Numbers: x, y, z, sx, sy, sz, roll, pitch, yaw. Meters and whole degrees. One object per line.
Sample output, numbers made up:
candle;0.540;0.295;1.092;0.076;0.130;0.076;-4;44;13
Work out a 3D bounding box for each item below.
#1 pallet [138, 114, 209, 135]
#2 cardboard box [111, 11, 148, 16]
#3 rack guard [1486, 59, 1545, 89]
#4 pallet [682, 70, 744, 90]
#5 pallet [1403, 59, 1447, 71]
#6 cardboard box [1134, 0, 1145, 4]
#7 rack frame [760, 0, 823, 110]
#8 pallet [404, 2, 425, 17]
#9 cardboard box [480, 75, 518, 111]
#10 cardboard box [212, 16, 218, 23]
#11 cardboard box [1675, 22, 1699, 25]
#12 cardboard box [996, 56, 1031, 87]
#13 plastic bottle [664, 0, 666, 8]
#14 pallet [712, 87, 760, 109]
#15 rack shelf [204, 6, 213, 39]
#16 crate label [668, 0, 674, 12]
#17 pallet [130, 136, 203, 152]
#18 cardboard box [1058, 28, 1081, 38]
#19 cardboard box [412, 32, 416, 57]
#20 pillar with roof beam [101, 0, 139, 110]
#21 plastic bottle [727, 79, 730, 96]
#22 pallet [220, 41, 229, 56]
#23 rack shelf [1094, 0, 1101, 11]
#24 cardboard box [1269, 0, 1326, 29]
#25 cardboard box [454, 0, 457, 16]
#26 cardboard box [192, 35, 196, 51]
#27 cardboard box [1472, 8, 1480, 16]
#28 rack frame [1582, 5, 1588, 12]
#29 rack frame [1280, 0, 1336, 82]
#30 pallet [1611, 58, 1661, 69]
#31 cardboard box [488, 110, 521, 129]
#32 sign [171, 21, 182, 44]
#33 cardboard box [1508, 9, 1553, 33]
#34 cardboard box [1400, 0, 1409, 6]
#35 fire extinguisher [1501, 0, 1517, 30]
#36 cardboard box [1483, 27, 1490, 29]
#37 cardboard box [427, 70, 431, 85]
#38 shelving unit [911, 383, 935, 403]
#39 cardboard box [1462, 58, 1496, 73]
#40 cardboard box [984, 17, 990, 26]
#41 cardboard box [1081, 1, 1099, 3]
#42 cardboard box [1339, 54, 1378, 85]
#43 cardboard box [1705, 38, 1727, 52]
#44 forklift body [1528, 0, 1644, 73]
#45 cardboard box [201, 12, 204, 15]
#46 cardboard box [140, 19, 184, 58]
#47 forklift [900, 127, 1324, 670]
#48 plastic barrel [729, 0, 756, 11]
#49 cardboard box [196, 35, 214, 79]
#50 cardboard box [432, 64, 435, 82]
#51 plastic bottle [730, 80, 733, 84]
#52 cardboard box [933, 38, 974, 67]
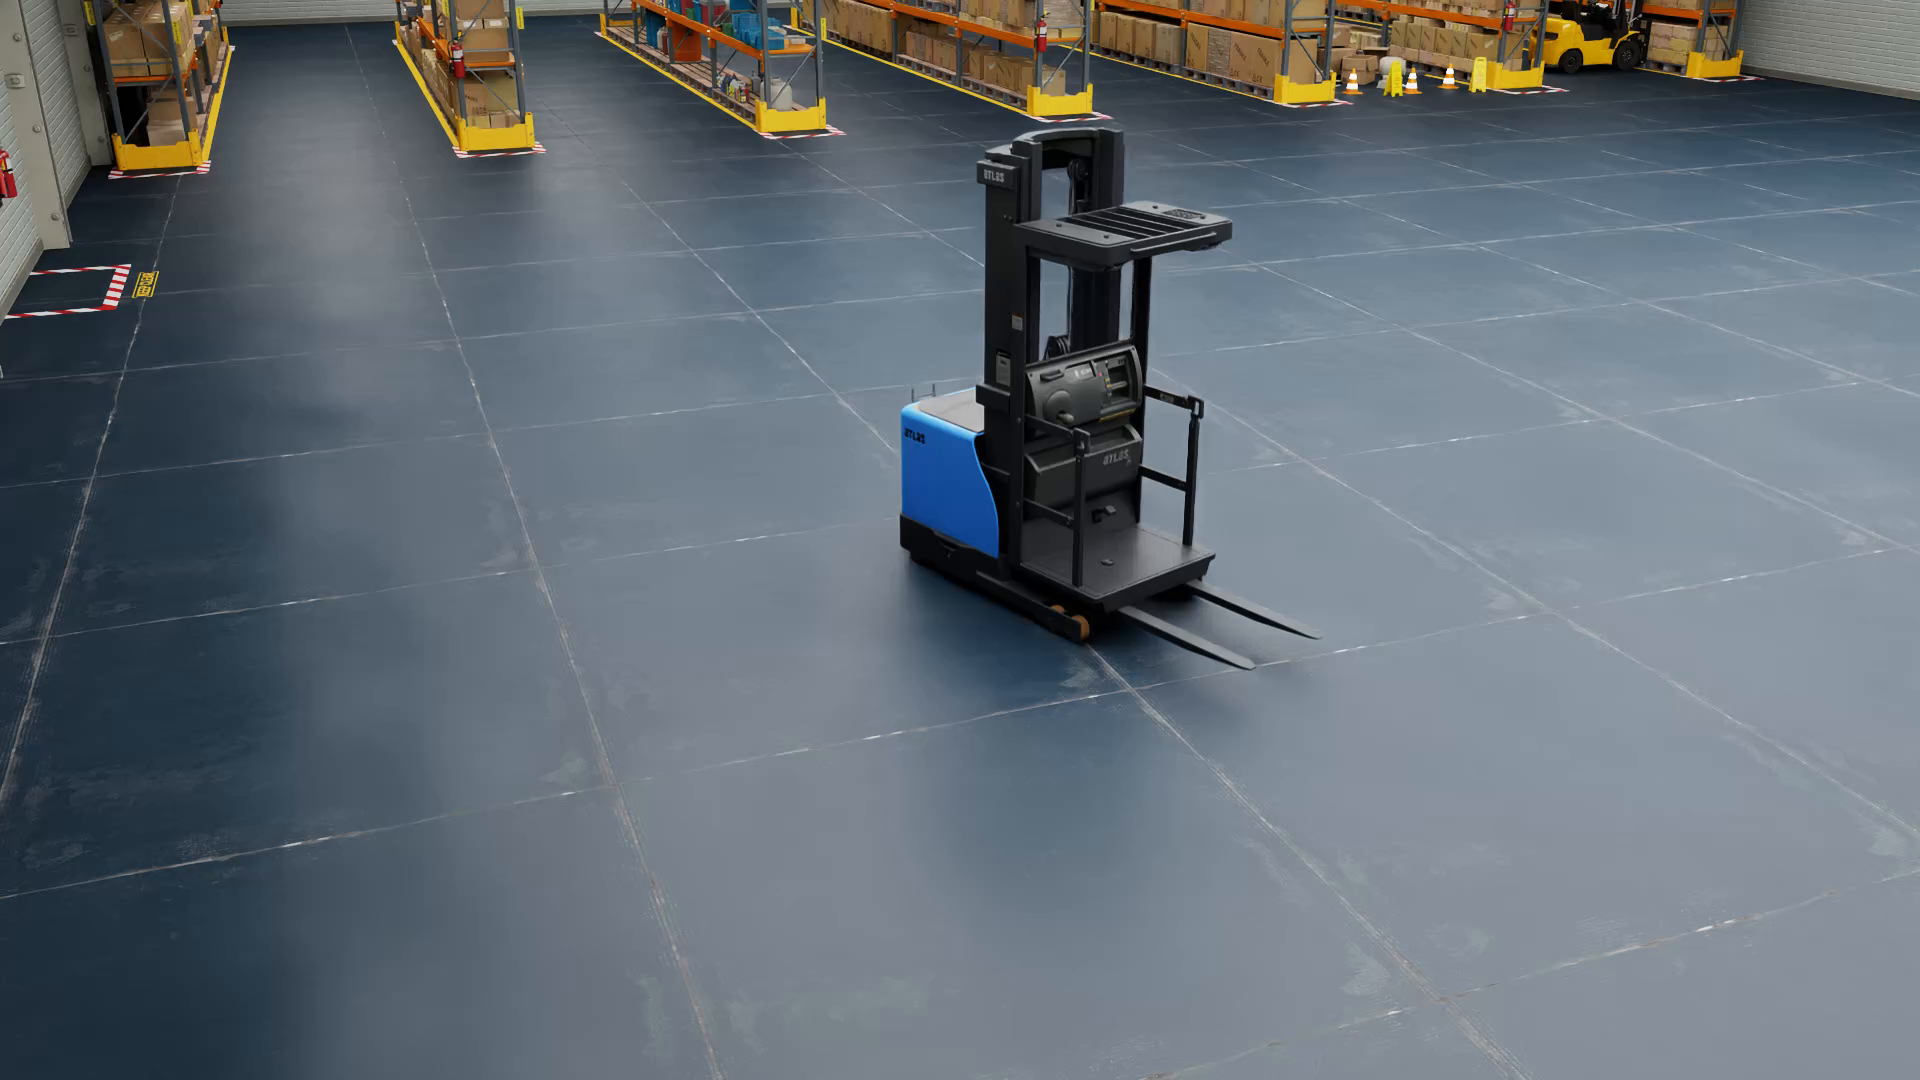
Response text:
pallet;-13.221;-6.951;27.970;1.003;0.211;1.213;-8;24;-19
cardboard box;-12.977;-8.004;26.080;0.500;0.500;0.500;-8;24;-18
rack guard;11.068;-9.296;33.162;1.175;0.500;0.348;-8;24;-19
pallet;-4.972;-9.273;33.480;1.003;0.211;1.213;-8;24;-19
pallet;9.952;-10.349;36.033;1.003;0.211;1.213;-8;24;-19
cardboard box;4.113;-11.908;36.012;0.500;0.500;0.500;-9;24;-20
rack frame;-2.810;-8.381;27.772;1.000;3.000;0.127;-8;24;-19
pallet;-10.577;-10.758;33.658;1.213;0.211;1.003;-8;24;-19
cardboard box;-7.605;-7.381;27.435;0.500;0.500;0.500;-8;24;-19
cardboard box;-17.083;-11.821;37.776;0.380;0.149;0.250;-8;24;-18
cardboard box;15.564;-10.871;35.394;0.500;0.250;0.500;-8;24;-19
cardboard box;1.016;-8.983;31.878;0.500;0.500;0.500;-11;25;-24
plastic bottle;-6.178;-11.322;34.902;0.061;0.283;0.133;-8;24;-19
pallet;-4.025;-8.300;31.170;1.003;0.211;1.213;-8;24;-19
rack shelf;-15.611;-10.324;33.308;1.077;0.370;4.000;-8;24;-19
crate label;-5.838;-11.006;34.216;0.303;0.233;0.416;-8;24;-19
pallet;-12.359;-6.064;25.866;1.003;0.211;1.213;-8;24;-19
cardboard box;1.946;-9.081;29.757;0.380;0.149;0.250;-8;24;-19
cardboard box;-11.543;-10.712;35.956;0.500;0.500;0.500;-8;24;-18
pillar with roof beam;-11.227;-12.693;30.278;9.100;9.000;0.400;-8;24;-19
plastic bottle;-4.240;-8.301;30.513;0.061;0.283;0.133;-7;24;-17
pallet;-17.375;-11.270;38.218;1.003;0.211;1.213;-8;24;-19
rack shelf;2.967;-13.006;39.673;1.077;0.370;4.000;-8;24;-19
cardboard box;6.326;-9.902;31.188;0.875;0.550;0.550;-8;24;-19
cardboard box;-7.808;-8.727;26.796;0.700;0.500;0.500;-9;24;-20
cardboard box;-13.041;-8.285;27.711;0.500;0.250;0.500;-8;24;-19
cardboard box;10.498;-10.584;33.323;0.380;0.149;0.250;-9;24;-20
rack frame;14.324;-12.556;37.678;1.000;3.000;0.127;-8;24;-19
rack frame;6.499;-9.704;30.912;1.000;3.000;0.127;-8;24;-19
pallet;15.000;-10.532;36.467;1.003;0.211;1.213;-8;24;-19
cardboard box;-7.427;-6.854;27.150;0.500;0.250;0.500;-8;24;-19
sign;-11.571;-7.495;24.556;0.100;0.325;0.005;-8;24;-19
cardboard box;13.594;-12.399;39.823;0.875;0.625;0.625;-9;25;-21
cardboard box;9.630;-11.515;35.531;0.380;0.149;0.250;-8;24;-17
fire extinguisher;10.704;-10.280;32.377;0.296;0.674;0.183;-8;24;-19
cardboard box;10.701;-10.405;34.608;0.500;0.500;0.500;-8;24;-18
cardboard box;-9.994;-8.935;32.086;0.500;0.250;0.500;-9;24;-20
shelving unit;-0.181;-0.553;11.709;0.215;1.050;0.252;-17;28;-34
cardboard box;10.549;-9.612;33.693;0.500;0.250;0.500;-8;24;-19
cardboard box;0.669;-9.828;31.529;0.380;0.149;0.250;-8;24;-19
cardboard box;3.129;-12.837;40.057;0.500;0.250;0.500;-9;25;-21
cardboard box;8.105;-9.561;33.786;0.637;0.503;0.797;12;26;27
cardboard box;15.765;-10.459;35.058;0.500;0.250;0.500;-8;24;-18
forklift body;13.360;-11.150;35.435;2.313;2.155;1.214;-8;24;-19
cardboard box;-14.900;-10.174;32.325;0.380;0.149;0.250;-8;24;-17
cardboard box;-11.966;-7.522;24.936;0.500;0.500;0.500;-8;24;-19
forklift;0.921;-0.943;10.213;1.130;2.935;3.031;-18;29;-37
plastic barrel;-4.076;-10.247;31.555;0.600;0.901;0.708;-8;24;-19
cardboard box;-15.042;-9.416;32.457;0.750;0.750;0.750;-9;24;-20
cardboard box;-9.460;-8.637;30.657;0.500;0.311;0.500;-8;24;-18
plastic bottle;-4.173;-8.313;30.557;0.097;0.271;0.097;0;23;0
cardboard box;-0.135;-10.170;34.669;0.700;0.500;0.500;-11;25;-24
